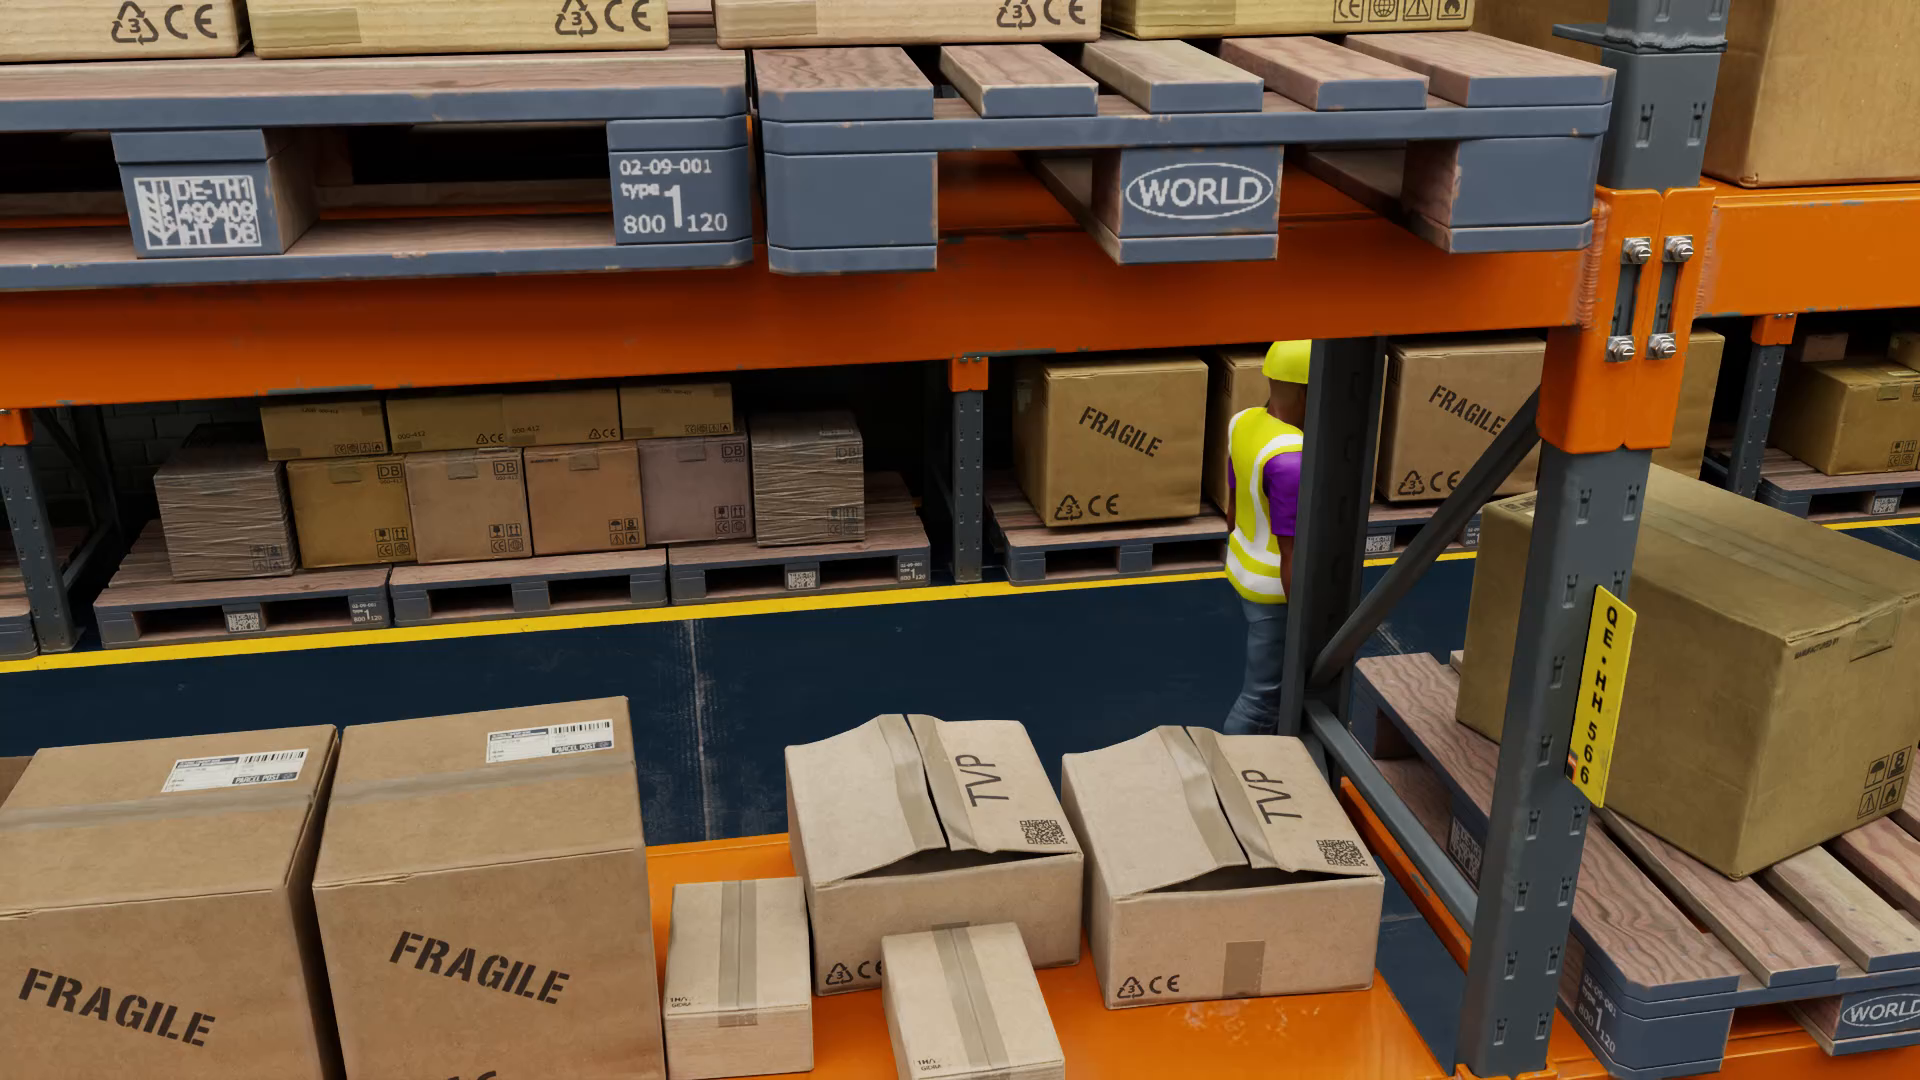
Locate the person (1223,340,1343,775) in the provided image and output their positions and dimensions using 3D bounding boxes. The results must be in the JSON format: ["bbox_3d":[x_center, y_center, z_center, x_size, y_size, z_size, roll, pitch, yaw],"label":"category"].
[{"bbox_3d":[1.173,0.153,5.692,0.552,1.768,0.607,-2,23,-5],"label":"person"}]
